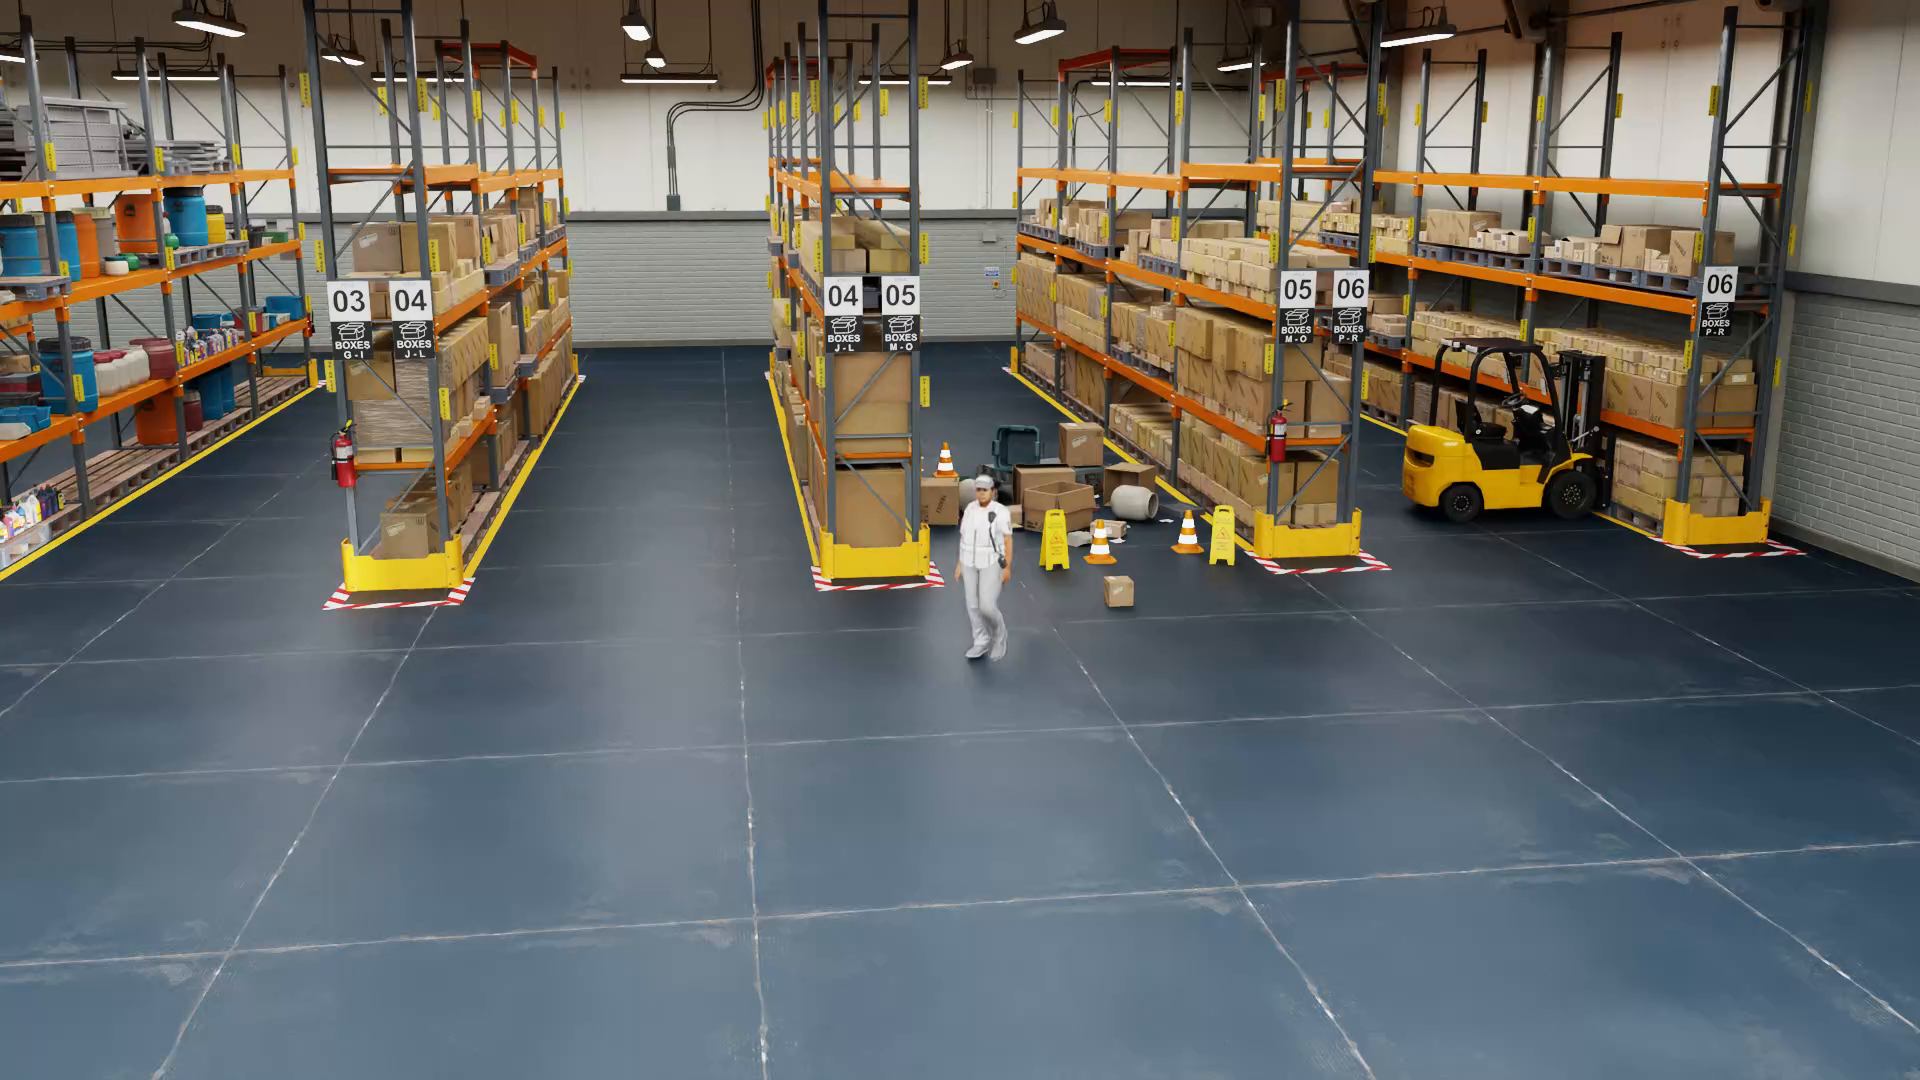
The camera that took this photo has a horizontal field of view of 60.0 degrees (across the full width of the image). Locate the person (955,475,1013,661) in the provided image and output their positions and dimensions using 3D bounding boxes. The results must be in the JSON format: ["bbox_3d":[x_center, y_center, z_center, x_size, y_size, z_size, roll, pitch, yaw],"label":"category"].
[{"bbox_3d":[0.193,0.259,14.841,0.481,1.680,0.453,7,15,28],"label":"person"}]
